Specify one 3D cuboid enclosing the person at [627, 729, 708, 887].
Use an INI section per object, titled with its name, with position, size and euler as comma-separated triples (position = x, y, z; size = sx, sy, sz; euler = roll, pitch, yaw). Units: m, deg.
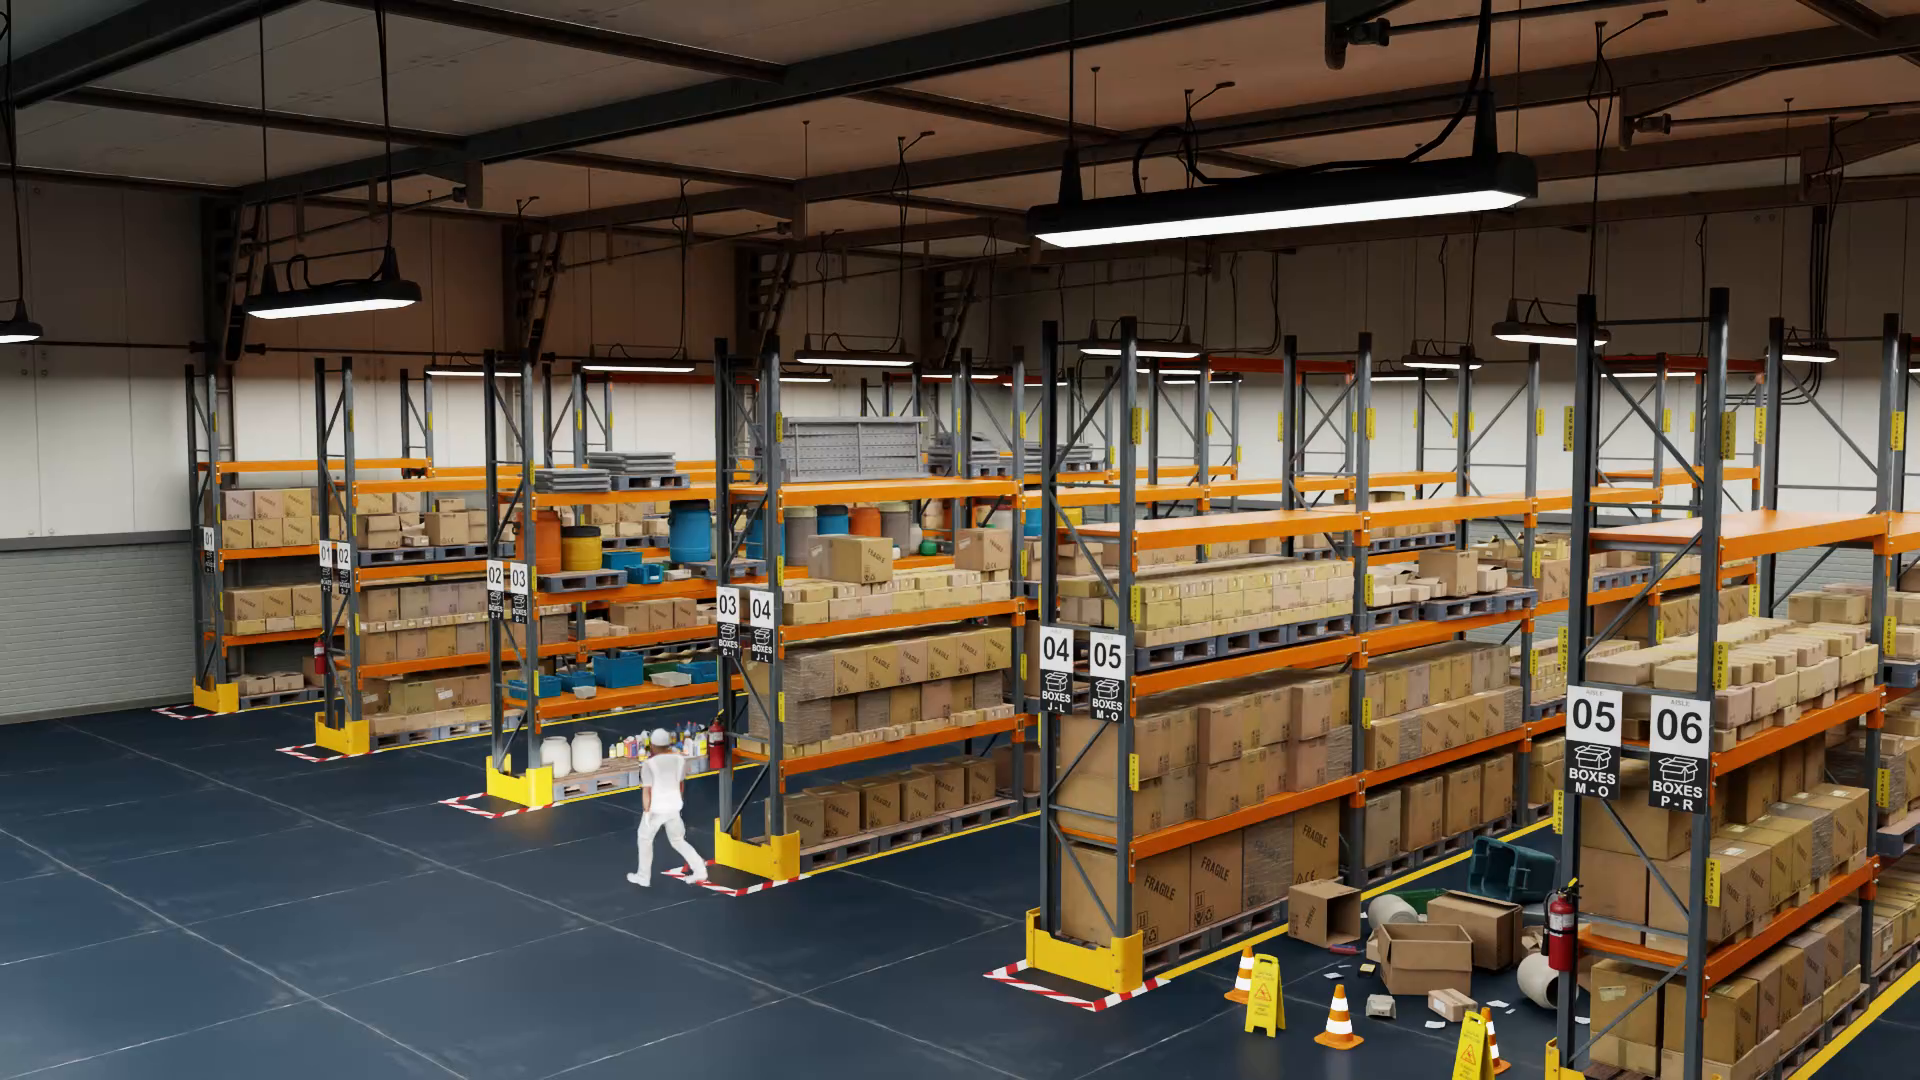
[person]
position = -3.199, 2.911, 17.988
size = 1.024, 1.749, 0.561
euler = 3, 5, 34
